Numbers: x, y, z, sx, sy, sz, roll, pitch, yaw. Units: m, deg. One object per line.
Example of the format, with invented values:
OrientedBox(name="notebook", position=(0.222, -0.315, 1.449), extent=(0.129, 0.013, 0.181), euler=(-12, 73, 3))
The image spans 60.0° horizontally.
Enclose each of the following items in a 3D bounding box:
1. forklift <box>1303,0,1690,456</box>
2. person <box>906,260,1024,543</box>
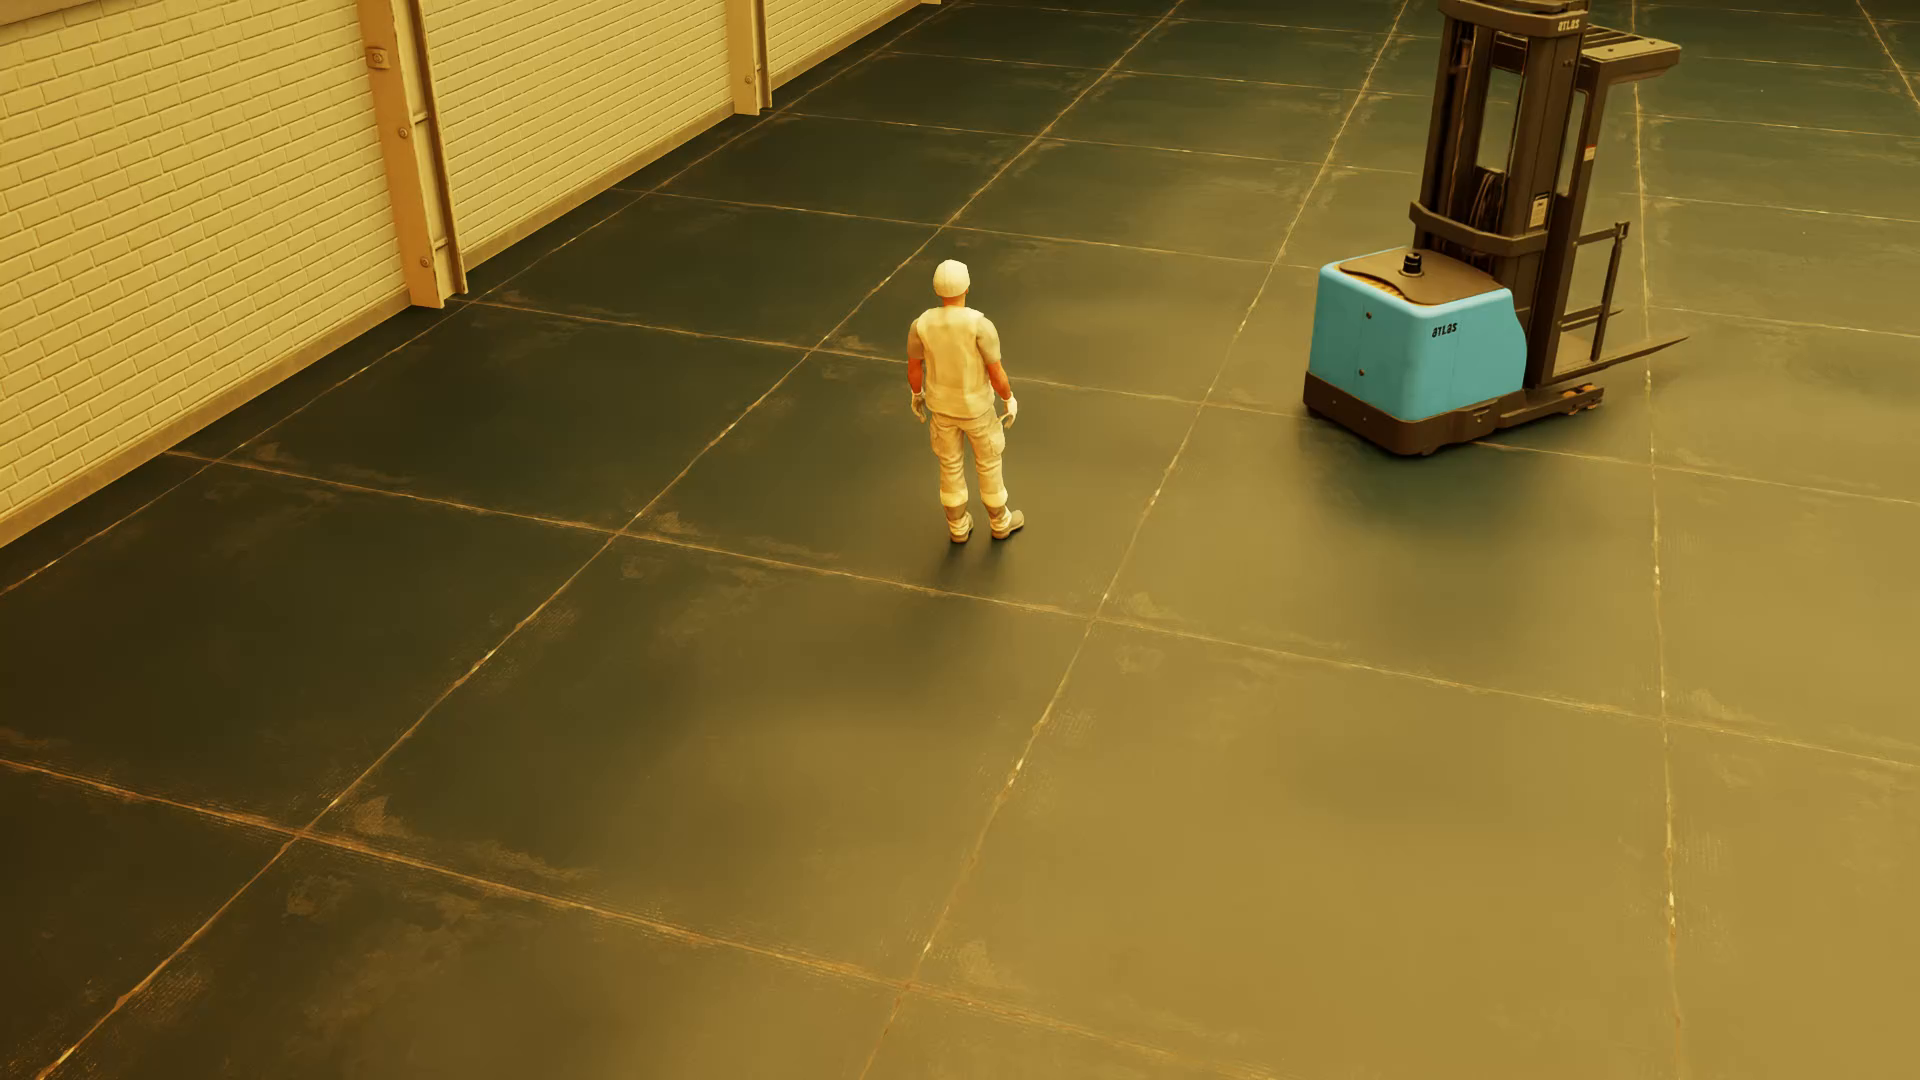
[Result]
OrientedBox(name="forklift", position=(3.933, -2.356, 11.269), extent=(3.031, 2.935, 1.130), euler=(-16, 34, -26))
OrientedBox(name="person", position=(0.038, -0.820, 9.712), extent=(0.637, 1.790, 0.562), euler=(10, 31, 16))
